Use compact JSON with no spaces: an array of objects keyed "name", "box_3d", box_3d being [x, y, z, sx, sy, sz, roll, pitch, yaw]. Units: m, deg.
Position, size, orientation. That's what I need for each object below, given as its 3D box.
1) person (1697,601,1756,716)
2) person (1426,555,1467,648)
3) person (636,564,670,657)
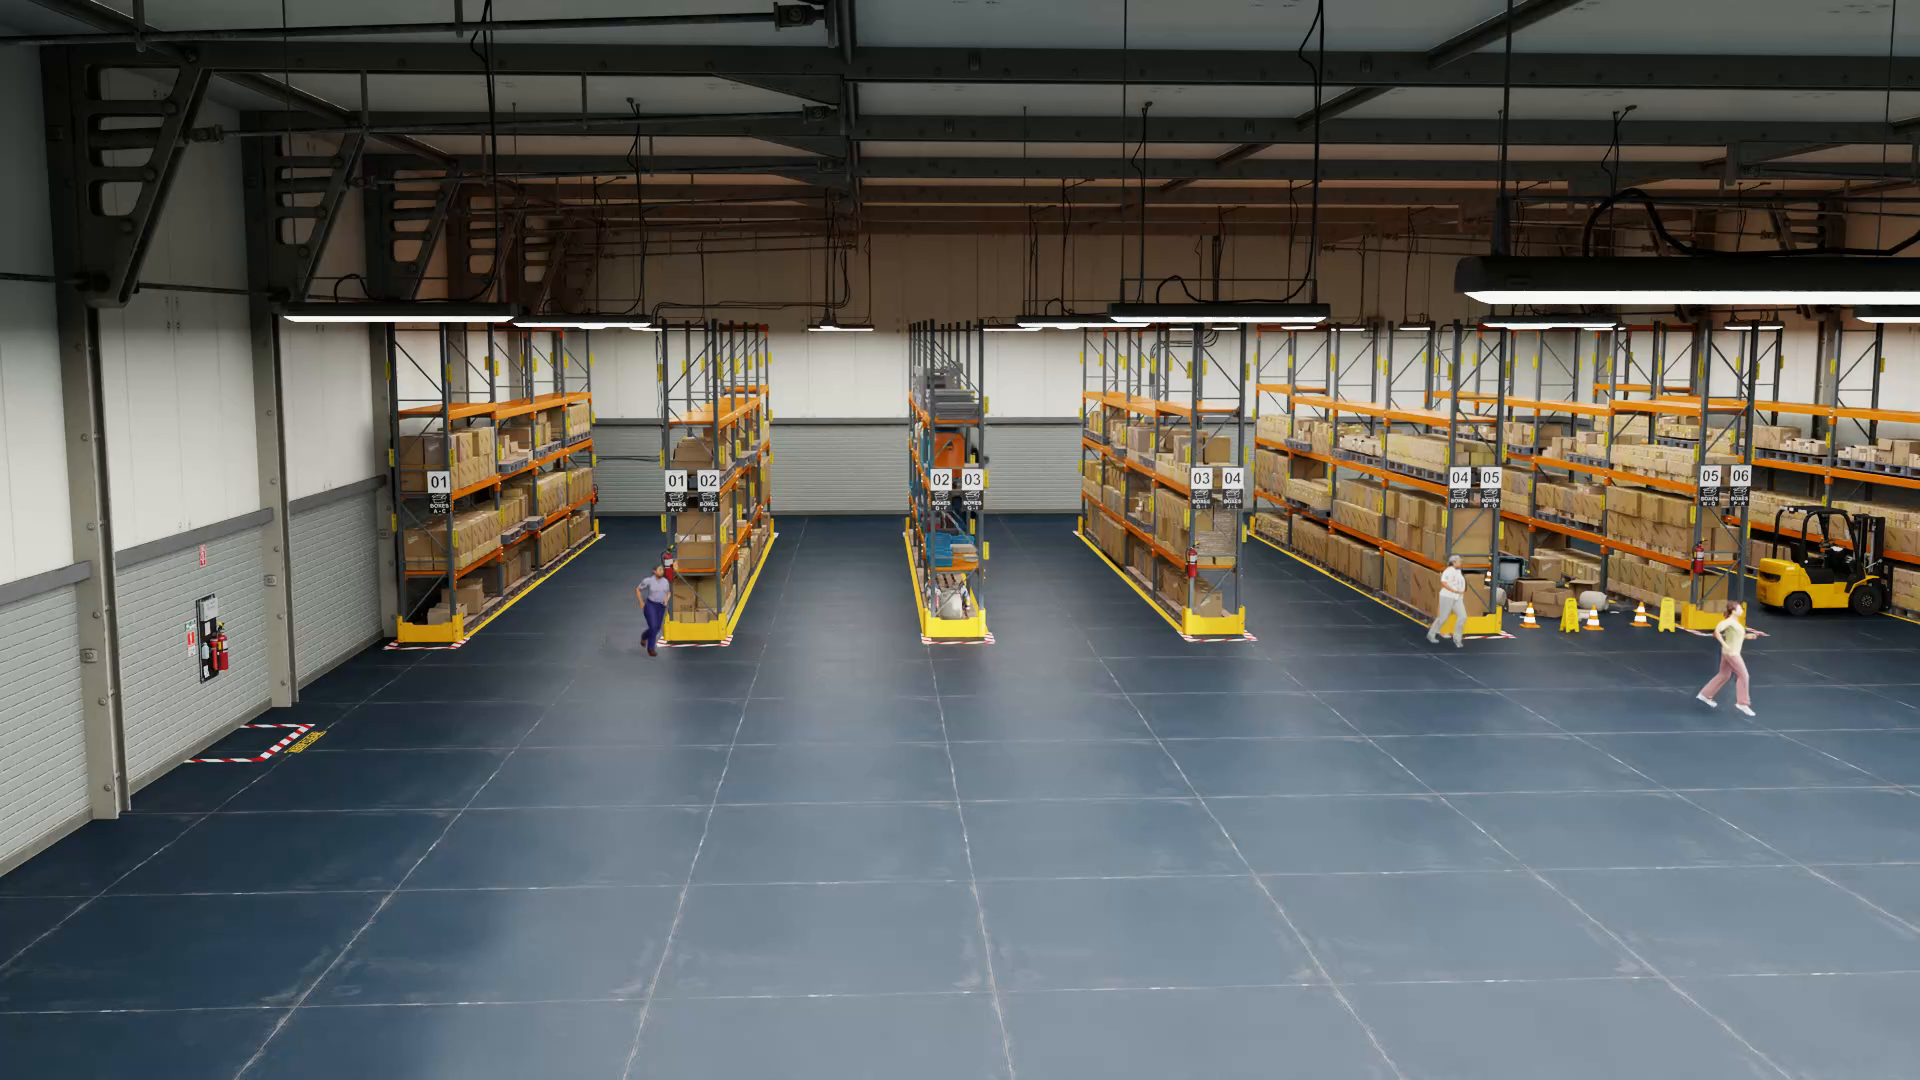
[{"name":"person","box_3d":[11.688,1.777,25.275,0.825,1.724,0.565,3,8,25]},{"name":"person","box_3d":[9.094,1.125,30.741,0.667,1.705,0.708,-6,9,-39]},{"name":"person","box_3d":[-5.511,1.238,30.030,0.647,1.612,0.787,-6,9,-38]}]
